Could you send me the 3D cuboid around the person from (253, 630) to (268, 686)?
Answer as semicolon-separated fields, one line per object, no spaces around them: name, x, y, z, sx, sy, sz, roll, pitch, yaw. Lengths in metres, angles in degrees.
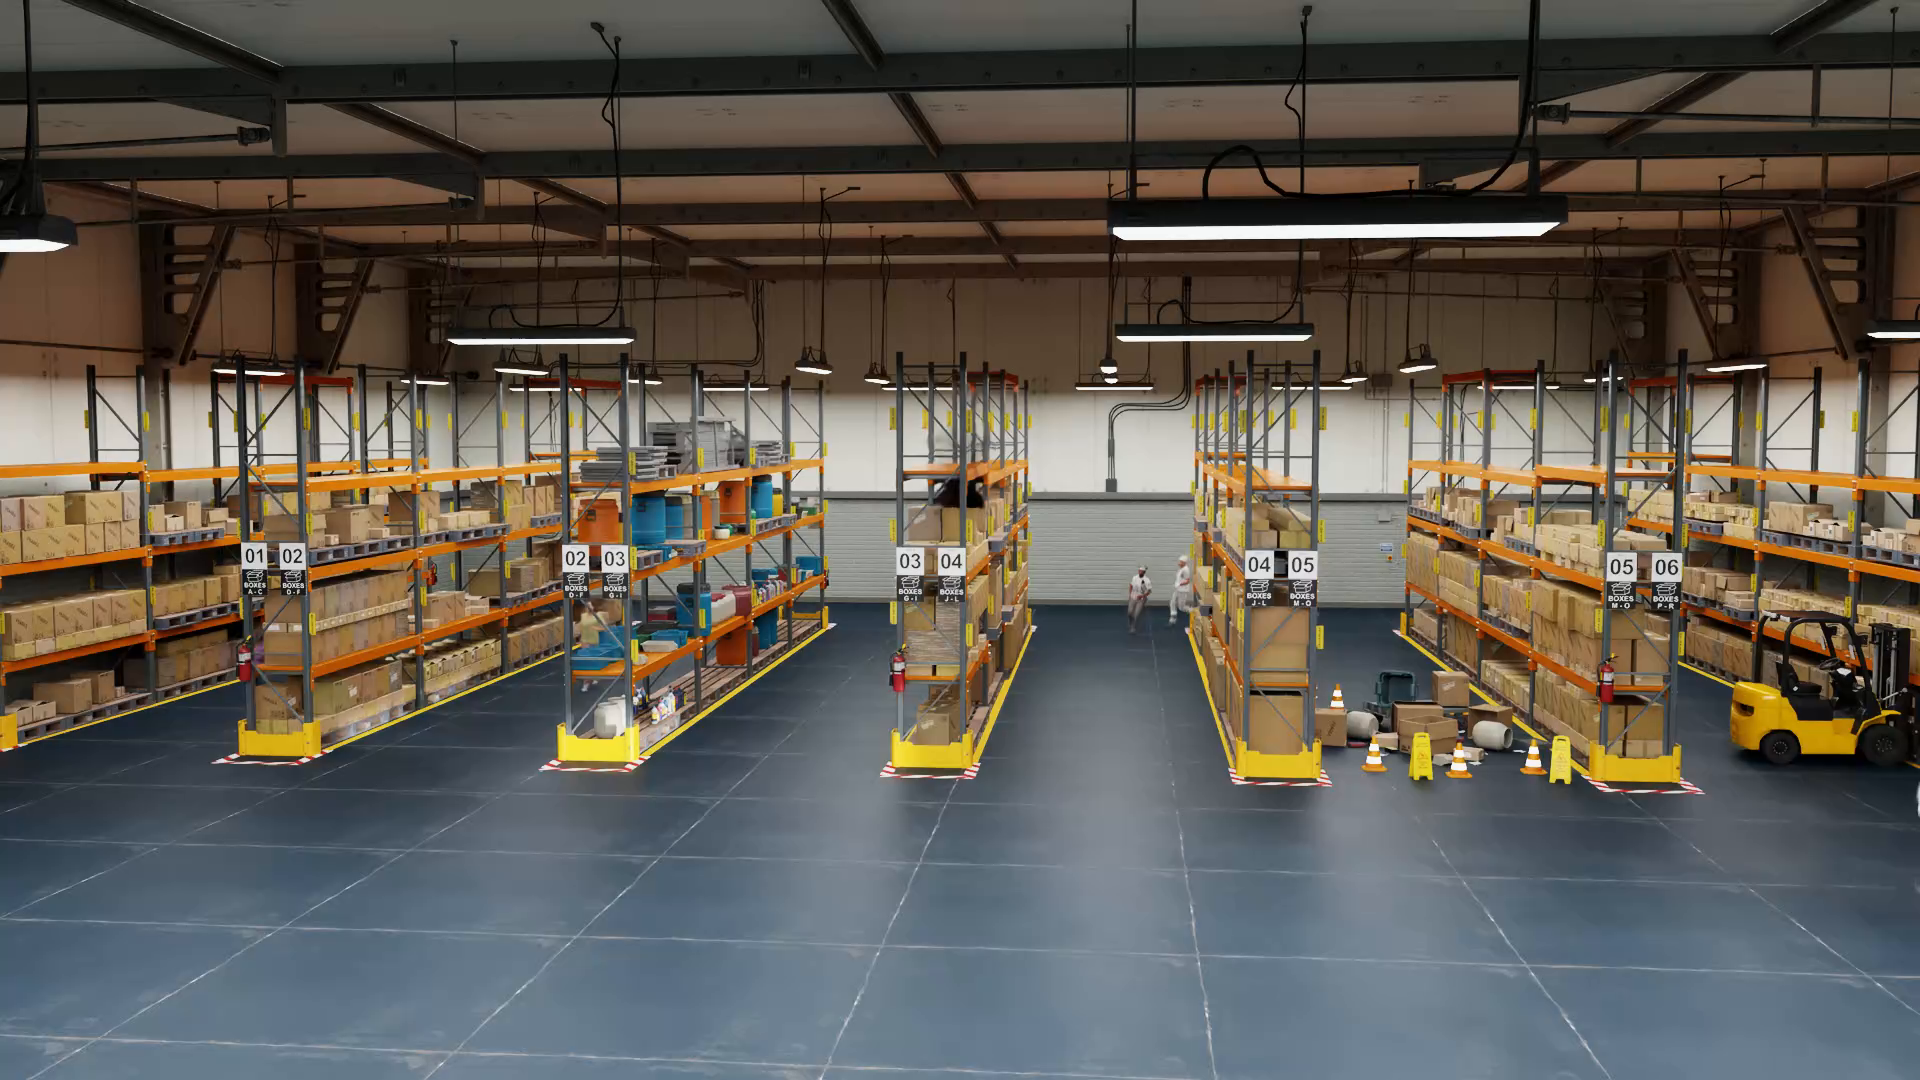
person;-11.661;2.270;27.507;0.543;1.567;0.530;0;4;0

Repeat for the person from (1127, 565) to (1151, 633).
person;4.207;1.397;39.272;0.642;1.635;0.523;2;4;24

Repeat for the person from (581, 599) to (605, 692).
person;-6.875;1.967;31.154;0.547;1.731;0.741;0;4;3

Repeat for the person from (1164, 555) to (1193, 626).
person;5.465;1.250;40.599;0.880;1.763;0.709;0;4;-7
